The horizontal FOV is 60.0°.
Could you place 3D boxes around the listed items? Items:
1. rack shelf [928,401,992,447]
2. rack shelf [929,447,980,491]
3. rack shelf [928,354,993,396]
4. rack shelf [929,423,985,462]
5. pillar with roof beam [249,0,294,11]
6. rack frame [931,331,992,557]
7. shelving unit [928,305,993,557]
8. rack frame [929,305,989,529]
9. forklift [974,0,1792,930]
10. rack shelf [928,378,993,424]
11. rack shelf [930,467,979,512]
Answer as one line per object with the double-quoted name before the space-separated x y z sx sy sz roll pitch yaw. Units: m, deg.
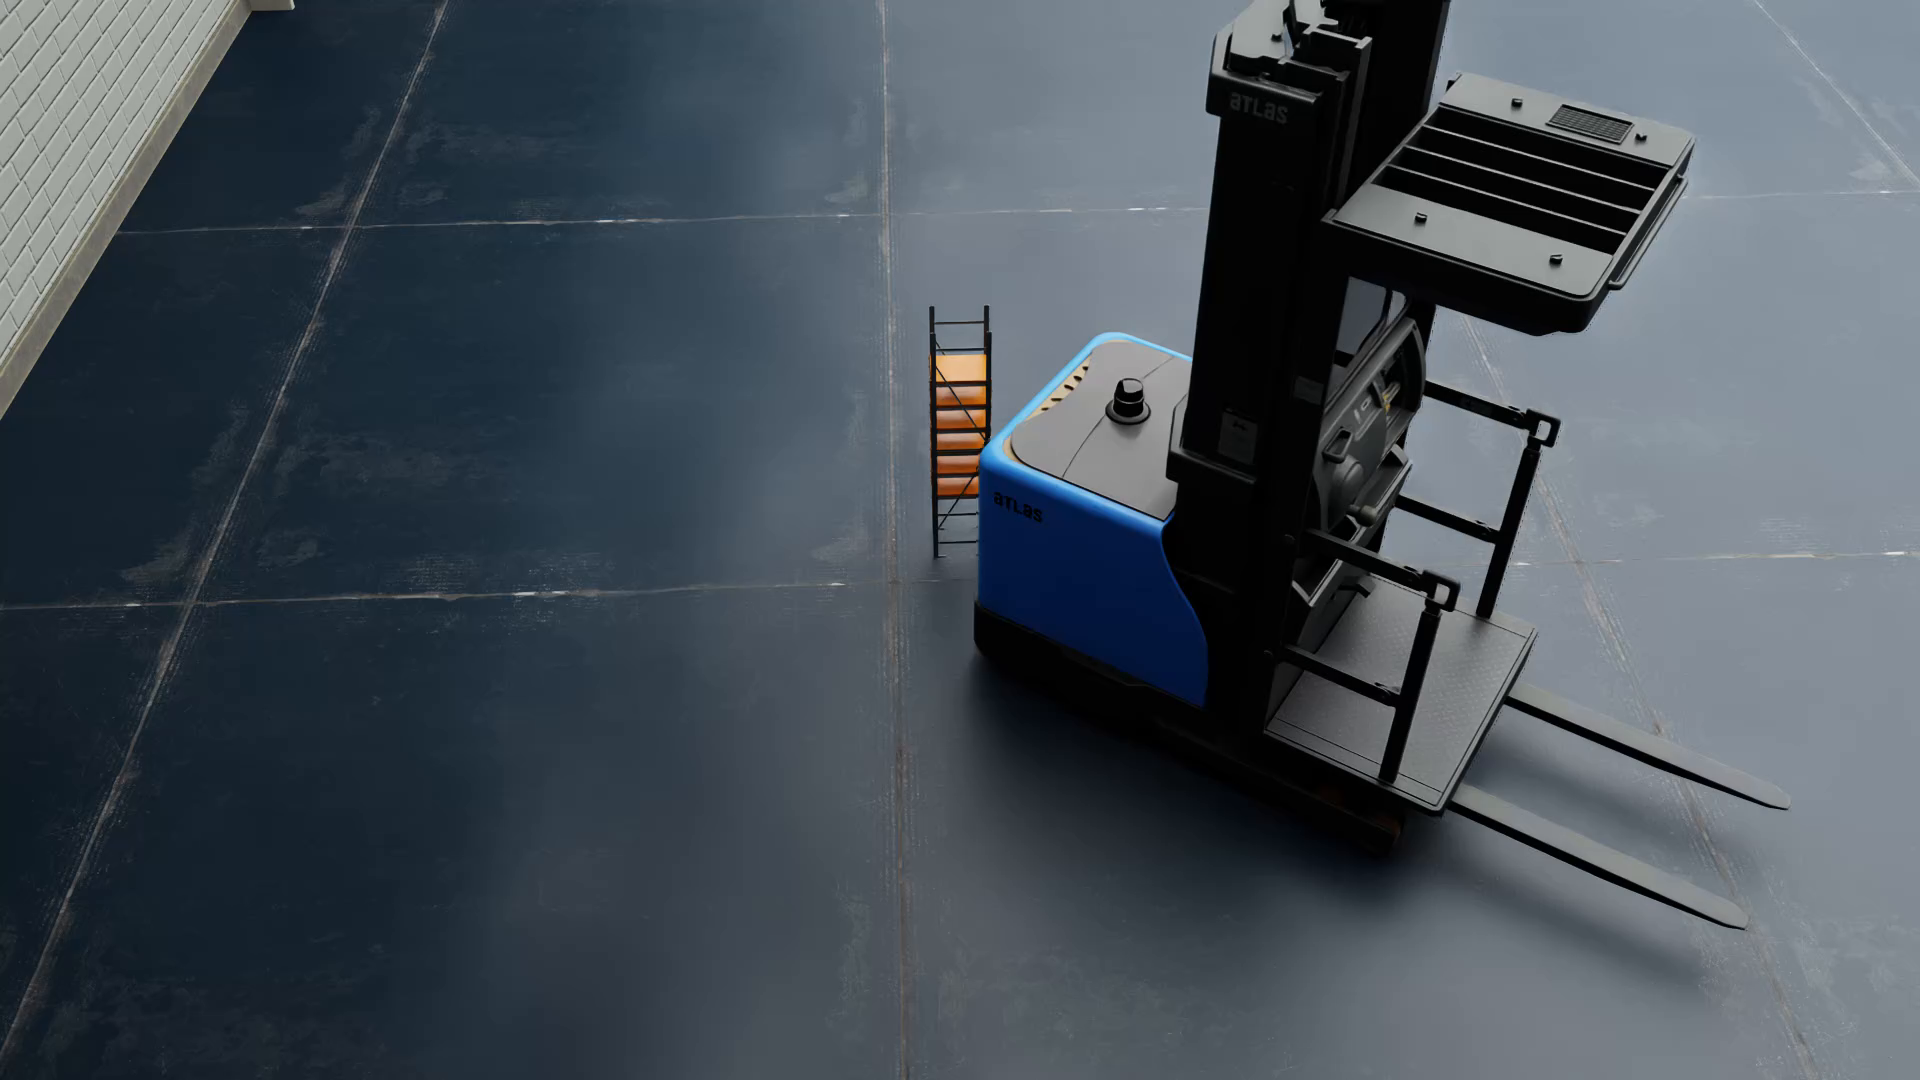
"rack shelf" 0.001 -0.488 6.933 0.258 0.103 0.180 -2 43 -2
"rack shelf" 0.001 -0.311 7.095 0.258 0.103 0.180 -2 43 -2
"rack shelf" 0.001 -0.665 6.770 0.258 0.103 0.180 -2 43 -2
"rack shelf" 0.001 -0.400 7.014 0.258 0.103 0.180 -2 43 -2
"pillar with roof beam" -0.416 -7.188 8.582 9.100 9.000 0.400 -2 43 -2
"rack frame" 0.005 -0.371 6.916 0.240 1.200 0.006 -2 43 -2
"shelving unit" 0.001 -0.433 6.984 0.258 1.200 0.189 -2 43 -2
"rack frame" -0.003 -0.494 7.051 0.240 1.200 0.006 -2 43 -2
"forklift" 1.572 -0.343 5.604 3.031 2.935 1.130 24 48 24
"rack shelf" 0.001 -0.577 6.851 0.258 0.103 0.180 -2 43 -2
"rack shelf" 0.001 -0.223 7.176 0.258 0.103 0.180 -2 43 -2
